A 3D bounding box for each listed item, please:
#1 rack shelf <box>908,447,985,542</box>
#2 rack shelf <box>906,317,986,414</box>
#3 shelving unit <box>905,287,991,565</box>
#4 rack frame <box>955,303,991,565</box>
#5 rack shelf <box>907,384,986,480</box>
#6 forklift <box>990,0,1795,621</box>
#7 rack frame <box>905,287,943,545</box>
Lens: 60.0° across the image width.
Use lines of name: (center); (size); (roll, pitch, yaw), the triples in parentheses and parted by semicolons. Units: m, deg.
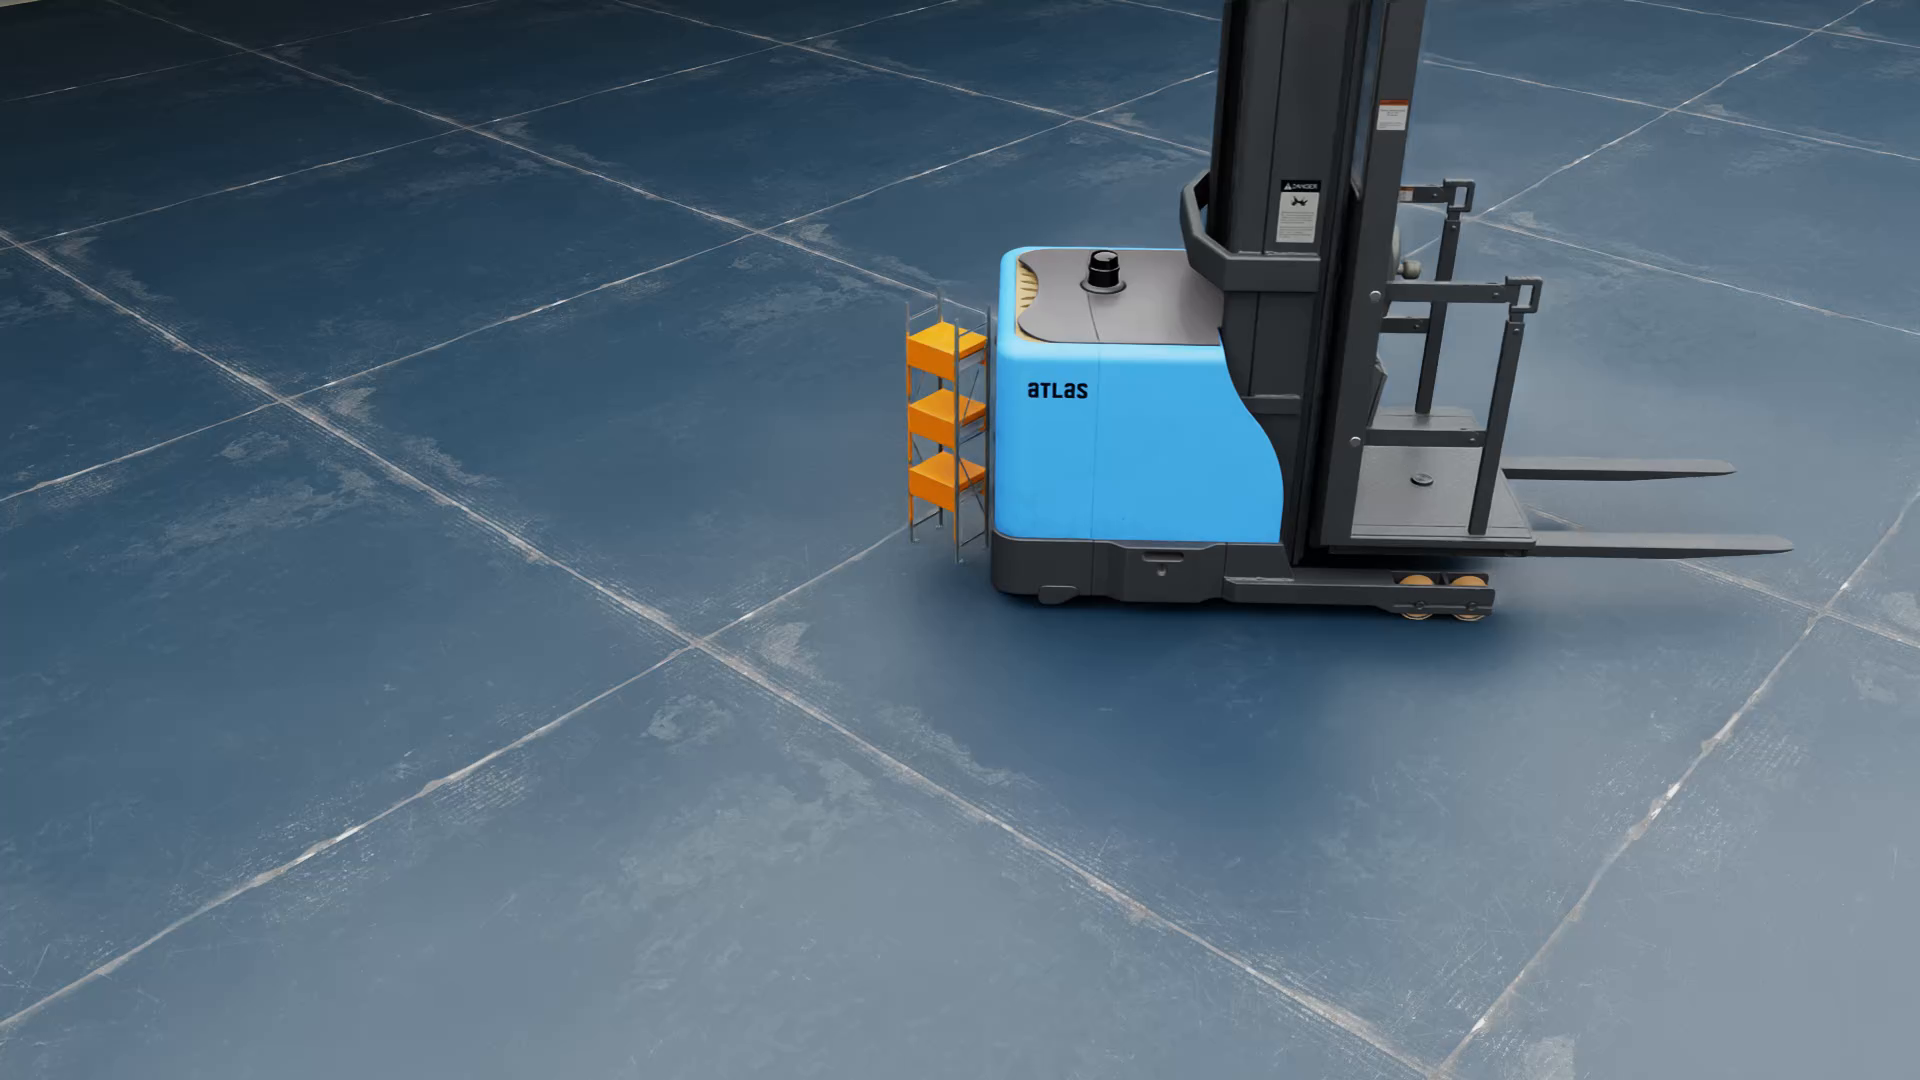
rack shelf: (-0.045, -0.184, 6.597); (0.240, 0.259, 0.215); (24, 38, 34)
rack shelf: (-0.045, -0.665, 6.307); (0.240, 0.259, 0.215); (24, 38, 34)
shelving unit: (-0.045, -0.431, 6.448); (0.252, 1.050, 0.215); (24, 38, 34)
rack frame: (0.048, -0.390, 6.380); (0.008, 1.050, 0.200); (24, 38, 34)
rack shelf: (-0.045, -0.422, 6.453); (0.240, 0.259, 0.215); (24, 38, 34)
forklift: (1.647, -1.233, 5.956); (3.031, 2.935, 1.130); (1, 31, 2)
rack frame: (-0.137, -0.472, 6.516); (0.008, 1.050, 0.200); (24, 38, 34)
